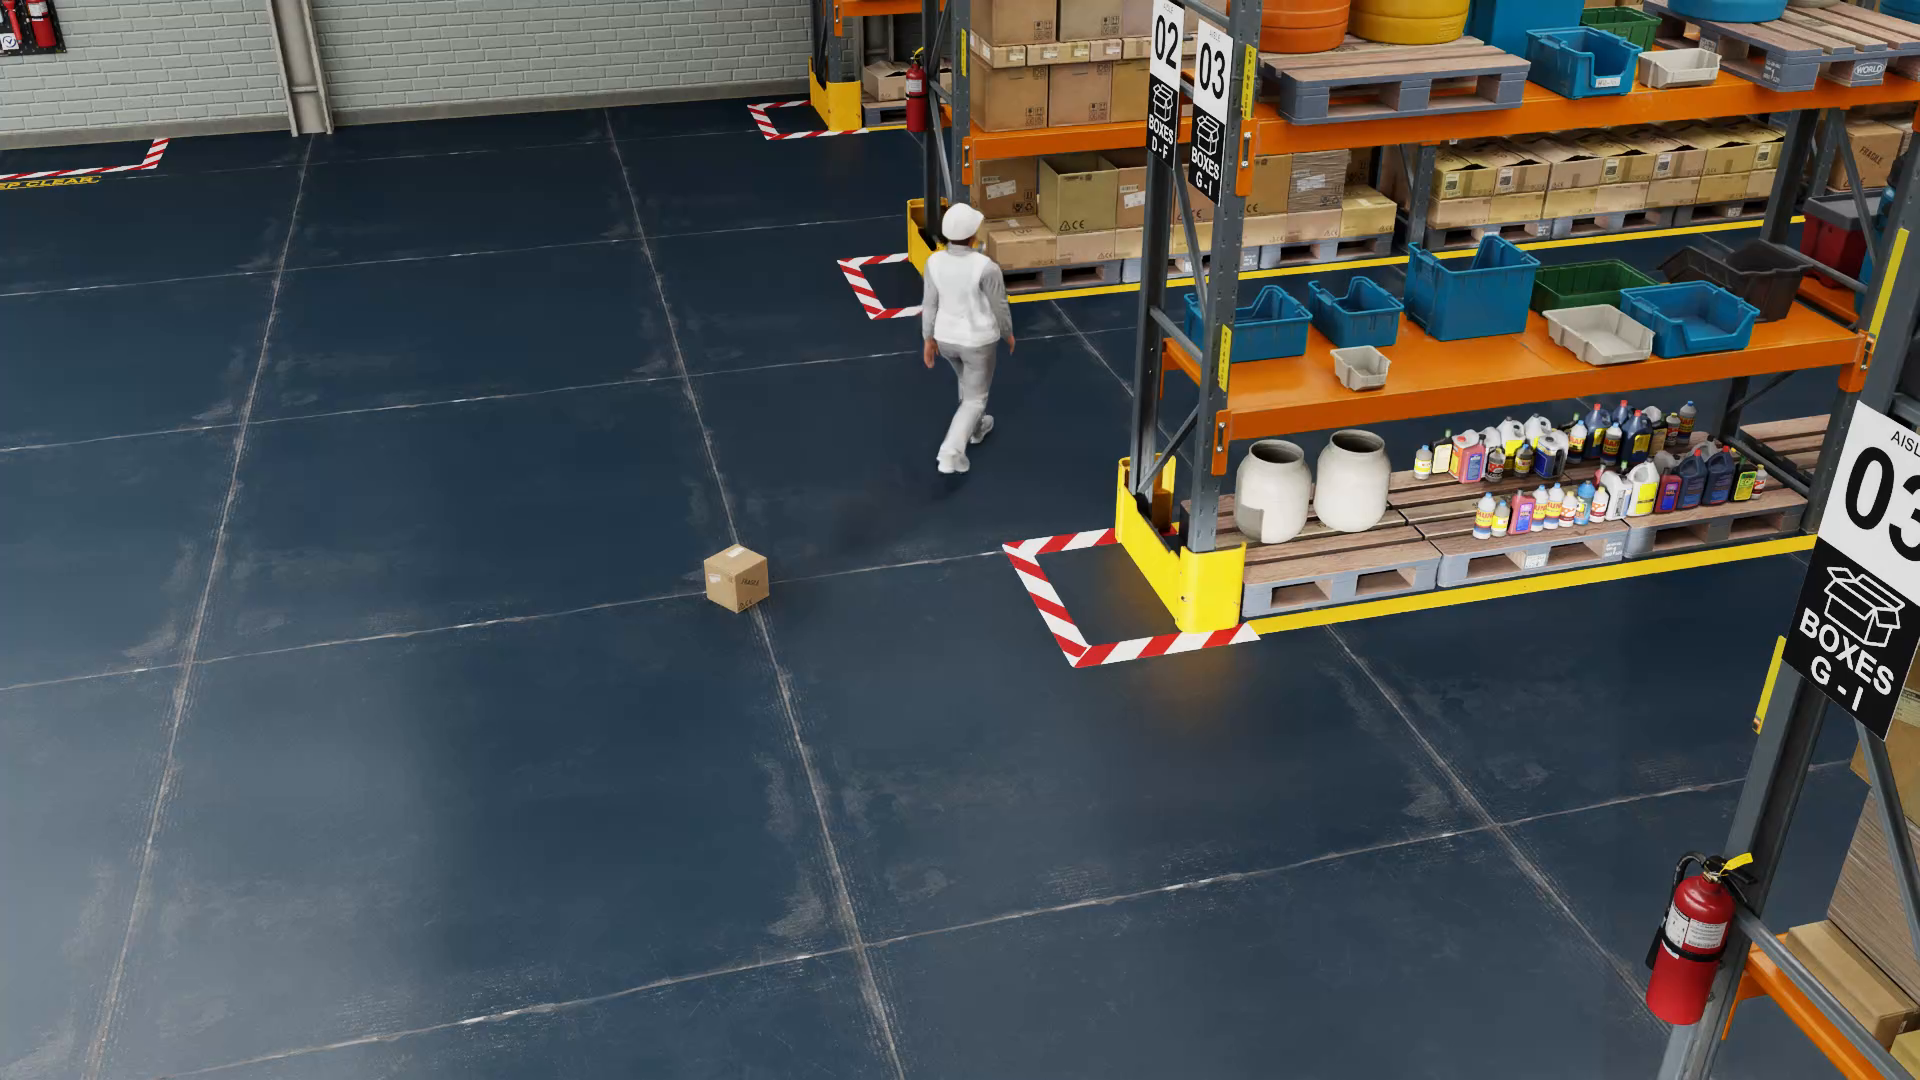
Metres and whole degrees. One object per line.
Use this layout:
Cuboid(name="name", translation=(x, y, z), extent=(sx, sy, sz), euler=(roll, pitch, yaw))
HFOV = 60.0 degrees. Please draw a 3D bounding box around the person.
Cuboid(name="person", translation=(0.057, -1.286, 10.440), extent=(0.539, 1.733, 0.969), euler=(16, 34, 26))
